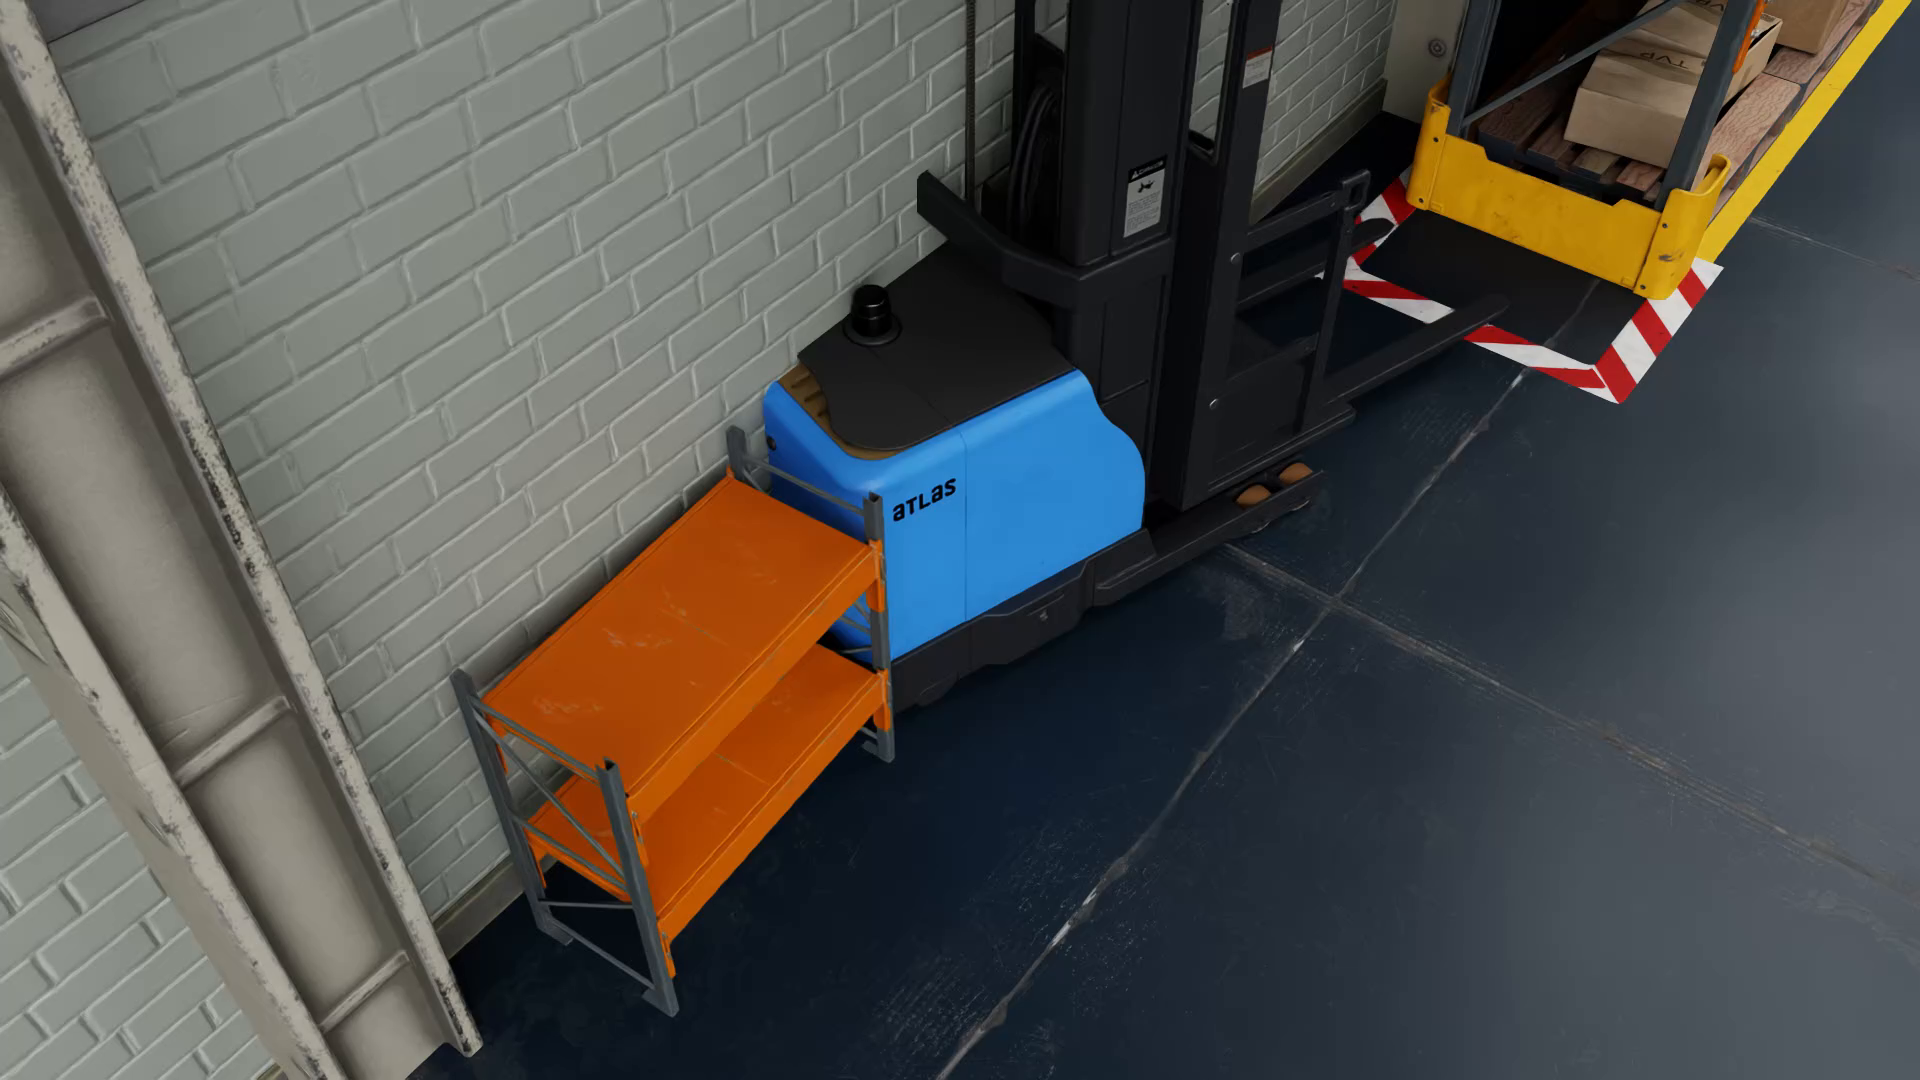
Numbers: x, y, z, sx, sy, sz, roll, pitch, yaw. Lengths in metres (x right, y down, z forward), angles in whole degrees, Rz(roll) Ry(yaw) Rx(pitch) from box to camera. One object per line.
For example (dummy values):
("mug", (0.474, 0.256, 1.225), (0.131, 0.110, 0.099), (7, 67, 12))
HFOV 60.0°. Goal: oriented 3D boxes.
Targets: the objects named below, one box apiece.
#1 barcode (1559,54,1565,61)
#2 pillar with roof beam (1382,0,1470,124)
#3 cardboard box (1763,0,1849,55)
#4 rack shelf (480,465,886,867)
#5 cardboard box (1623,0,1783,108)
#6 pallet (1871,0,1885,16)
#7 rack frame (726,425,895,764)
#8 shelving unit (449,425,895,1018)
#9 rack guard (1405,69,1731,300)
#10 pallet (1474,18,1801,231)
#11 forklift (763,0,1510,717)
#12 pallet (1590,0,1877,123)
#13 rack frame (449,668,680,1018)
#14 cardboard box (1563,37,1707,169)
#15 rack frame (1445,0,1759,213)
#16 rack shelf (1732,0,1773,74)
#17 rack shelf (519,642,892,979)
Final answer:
("barcode", (2.597, -2.062, 7.194), (0.001, 0.075, 0.075), (29, 53, 25))
("pillar with roof beam", (5.559, -3.244, 2.626), (9.100, 9.000, 0.400), (29, 53, 25))
("cardboard box", (3.739, -2.661, 7.642), (0.700, 0.500, 0.500), (26, 52, 23))
("rack shelf", (-0.697, 0.291, 4.290), (0.538, 0.278, 1.000), (26, 52, 23))
("cardboard box", (3.251, -2.198, 7.330), (0.500, 0.311, 0.500), (34, 55, 28))
("pallet", (4.471, -3.218, 8.678), (1.003, 0.211, 1.213), (29, 53, 25))
("rack frame", (-0.415, 0.187, 4.793), (0.500, 1.125, 0.032), (26, 52, 23))
("shelving unit", (-0.697, 0.493, 4.501), (0.538, 1.125, 1.048), (26, 52, 23))
("rack guard", (2.455, -1.472, 6.811), (1.175, 0.500, 0.348), (29, 53, 25))
("pallet", (2.980, -1.822, 7.344), (1.003, 0.211, 1.213), (29, 53, 25))
("forklift", (0.659, -1.326, 4.989), (3.031, 2.935, 1.130), (-27, 52, -23))
("pallet", (3.726, -2.517, 8.008), (1.003, 0.211, 1.213), (29, 53, 25))
("rack frame", (-0.980, 0.799, 4.209), (0.500, 1.125, 0.032), (26, 52, 23))
("cardboard box", (2.903, -1.871, 7.018), (0.500, 0.311, 0.500), (24, 51, 21))
("rack frame", (2.409, -2.292, 5.865), (1.000, 3.000, 0.127), (29, 53, 25))
("rack shelf", (3.631, -3.188, 7.218), (1.077, 0.370, 4.000), (29, 53, 25))
("rack shelf", (-0.697, 0.662, 4.678), (0.538, 0.278, 1.000), (26, 52, 23))
